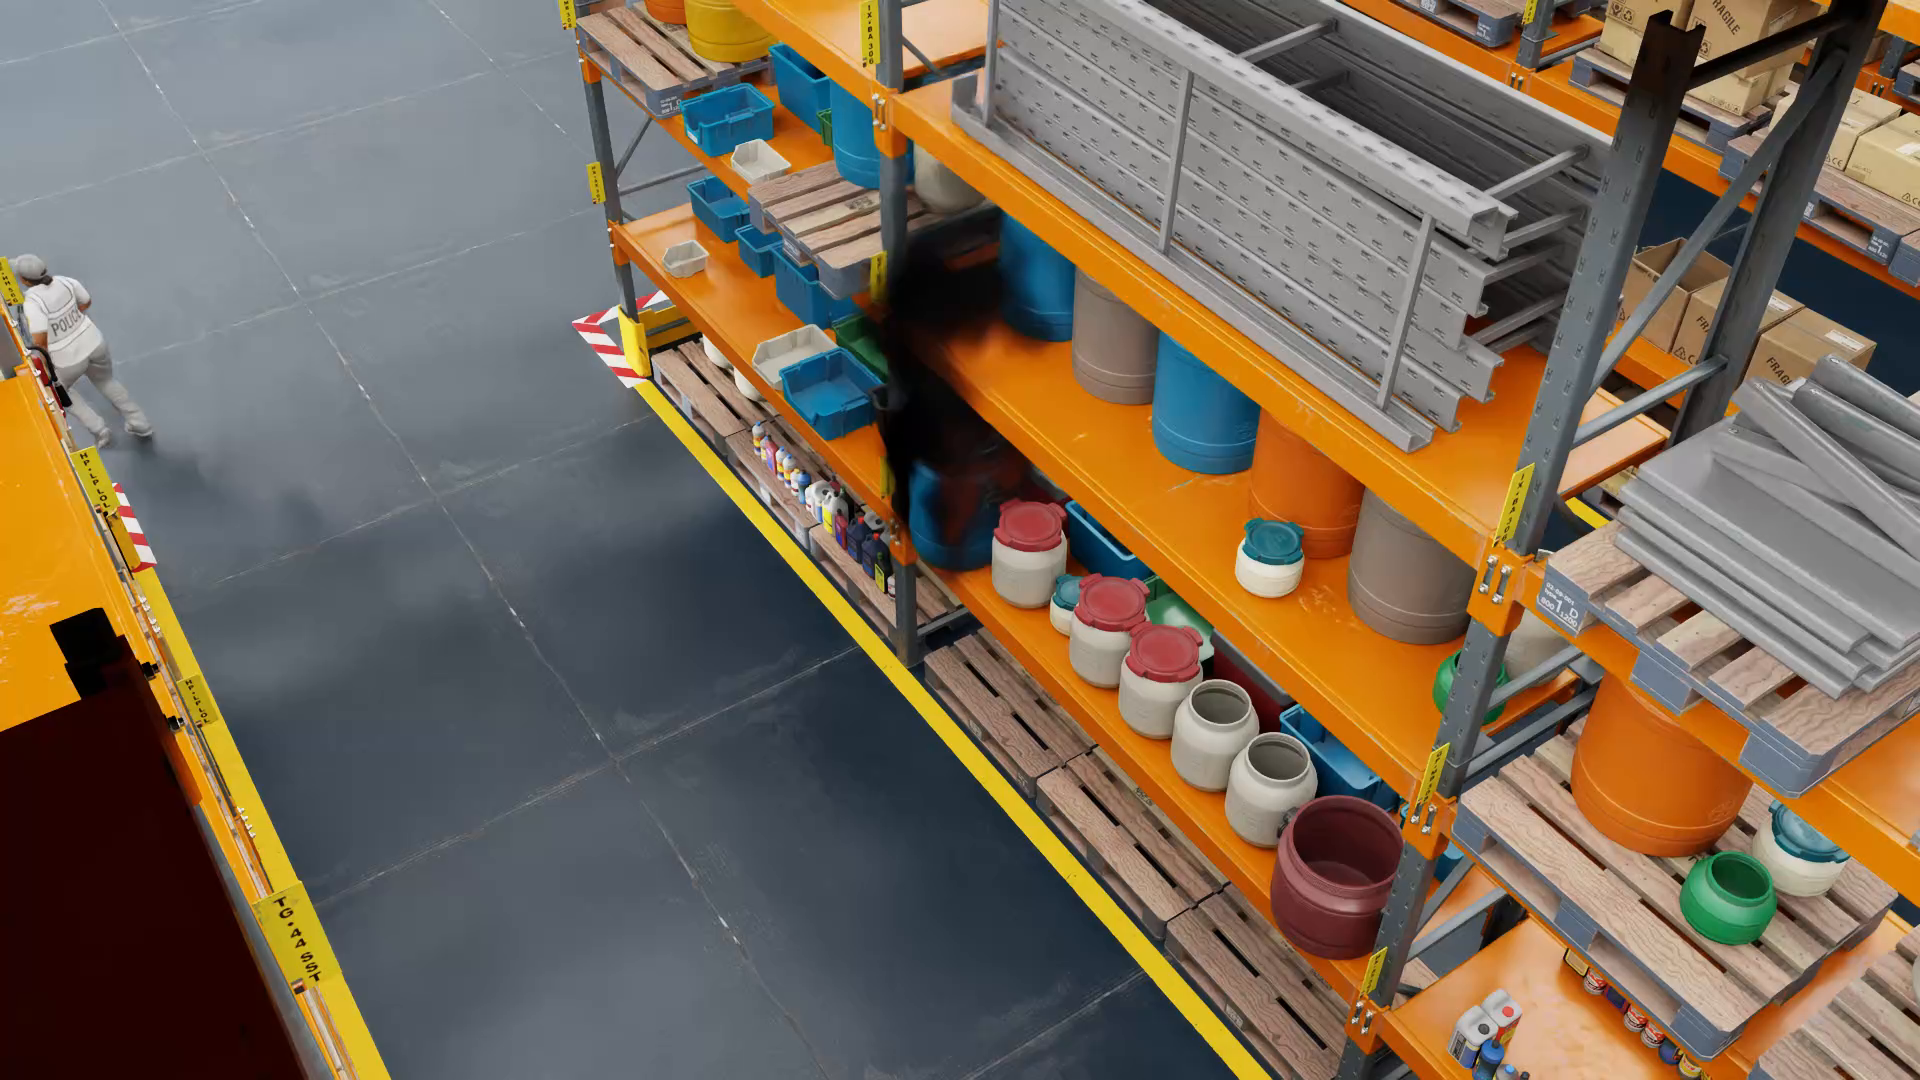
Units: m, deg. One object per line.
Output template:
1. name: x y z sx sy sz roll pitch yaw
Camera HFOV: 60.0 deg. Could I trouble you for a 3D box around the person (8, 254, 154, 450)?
1. person: -6.433 -1.325 12.017 0.608 1.698 0.654 16 45 17
